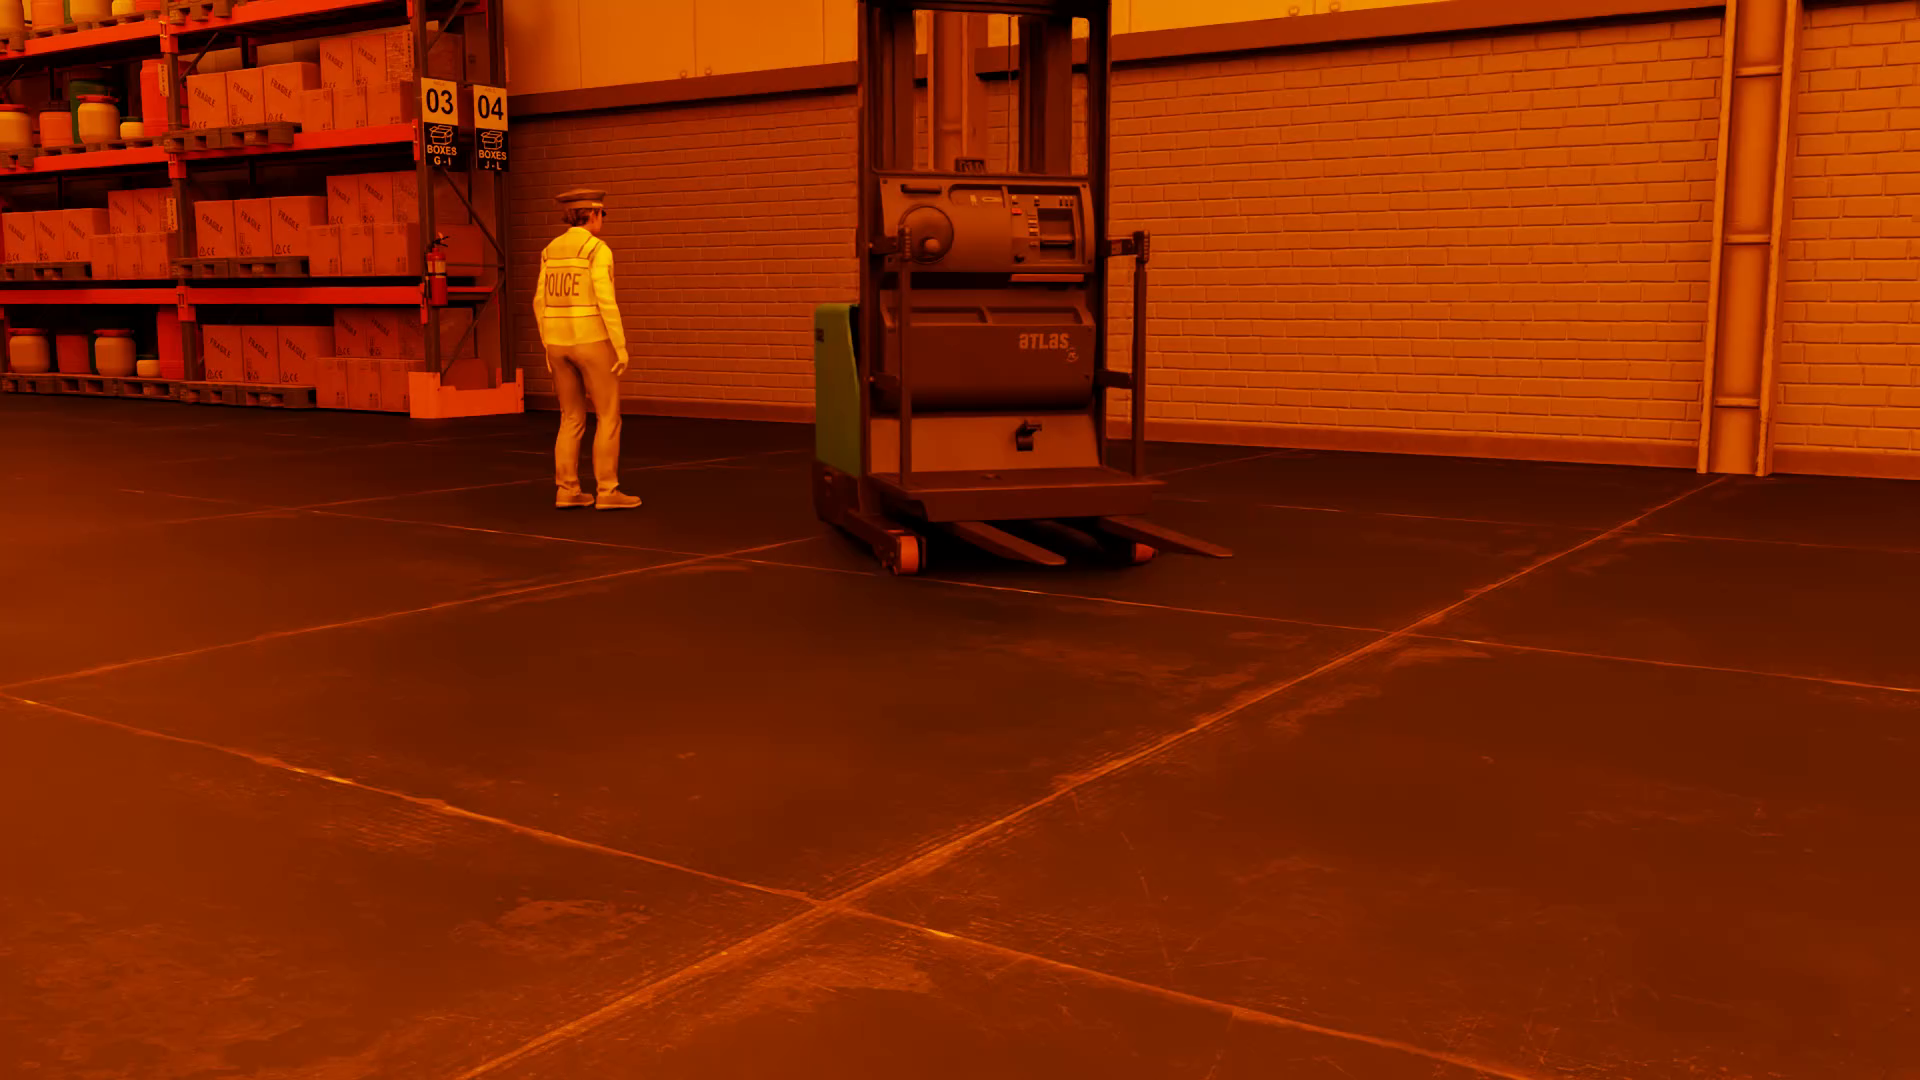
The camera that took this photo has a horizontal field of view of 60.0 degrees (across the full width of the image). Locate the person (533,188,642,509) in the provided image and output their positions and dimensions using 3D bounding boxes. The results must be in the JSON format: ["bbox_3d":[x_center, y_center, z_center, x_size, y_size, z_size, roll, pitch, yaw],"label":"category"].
[{"bbox_3d":[-1.966,-0.993,8.687,0.551,1.662,0.374,5,9,29],"label":"person"}]

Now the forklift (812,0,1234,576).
[{"bbox_3d":[0.181,-1.369,6.818,1.130,2.935,3.031,-2,8,-16],"label":"forklift"}]
